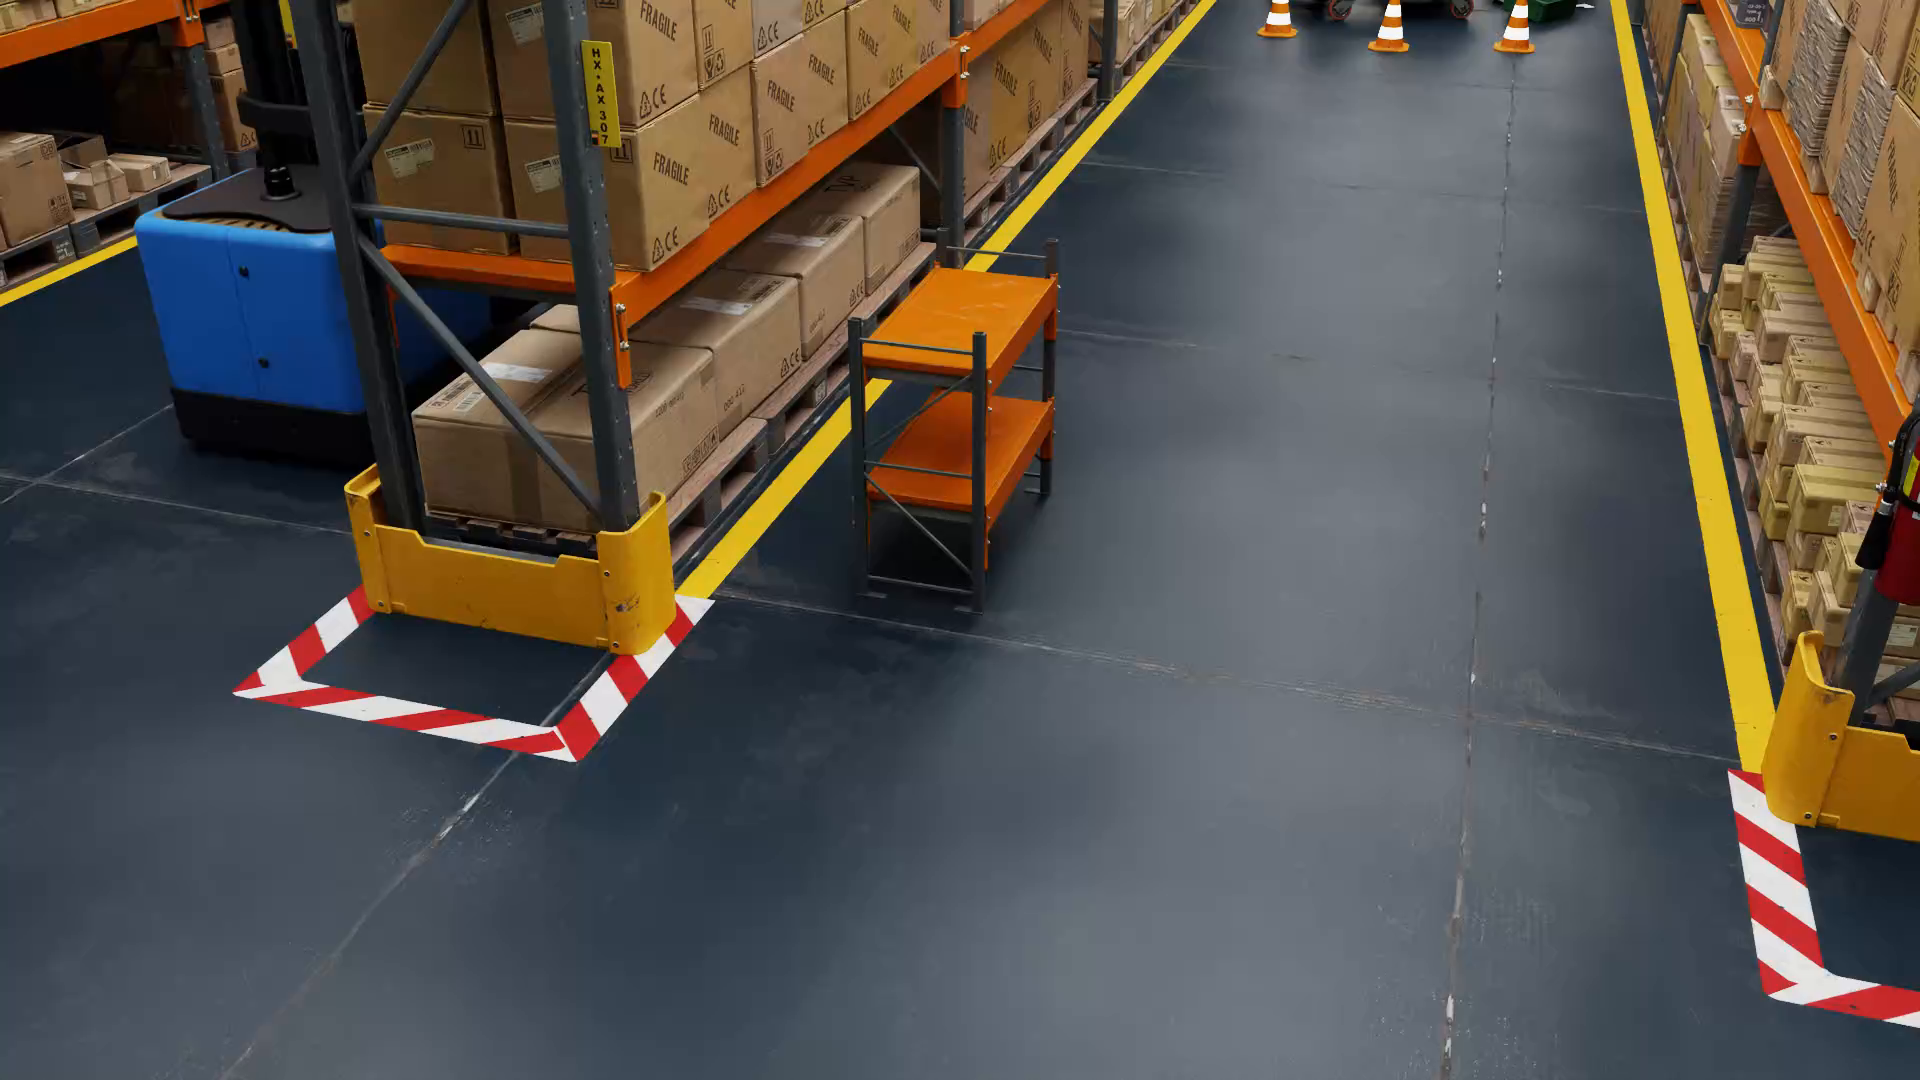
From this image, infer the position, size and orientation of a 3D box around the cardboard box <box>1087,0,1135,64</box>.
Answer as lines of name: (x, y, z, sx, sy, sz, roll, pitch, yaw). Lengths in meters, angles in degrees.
cardboard box: (0.876, -4.073, 13.257, 0.950, 0.372, 0.625, 6, 30, 11)

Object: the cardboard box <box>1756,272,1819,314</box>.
cardboard box: (3.824, -1.081, 7.497, 0.380, 0.149, 0.250, 8, 30, 14)

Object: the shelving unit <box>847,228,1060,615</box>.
shelving unit: (-0.002, -0.488, 6.471, 0.538, 1.125, 1.048, 8, 30, 15)

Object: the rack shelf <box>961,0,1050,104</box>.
rack shelf: (0.113, -3.533, 10.755, 1.077, 0.370, 4.000, 8, 30, 15)

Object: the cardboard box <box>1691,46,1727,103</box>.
cardboard box: (4.722, -2.786, 10.041, 0.500, 0.250, 0.500, 9, 30, 15)

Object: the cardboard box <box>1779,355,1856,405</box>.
cardboard box: (3.505, -0.603, 6.637, 0.380, 0.149, 0.250, 9, 30, 15)

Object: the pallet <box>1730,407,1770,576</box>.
pallet: (3.768, -0.154, 6.809, 1.003, 0.211, 1.213, 8, 30, 15)

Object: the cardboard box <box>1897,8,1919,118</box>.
cardboard box: (3.159, -1.494, 4.912, 0.500, 0.500, 0.500, 7, 30, 13)

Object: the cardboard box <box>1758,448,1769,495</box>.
cardboard box: (3.382, -0.224, 6.568, 0.380, 0.149, 0.250, 9, 30, 16)

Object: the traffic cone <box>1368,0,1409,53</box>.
traffic cone: (3.720, -4.473, 14.315, 0.336, 0.463, 0.334, 8, 30, 15)

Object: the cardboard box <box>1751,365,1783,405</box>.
cardboard box: (3.530, -0.597, 6.932, 0.380, 0.149, 0.250, 8, 30, 14)

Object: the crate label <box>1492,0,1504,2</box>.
crate label: (5.301, -5.265, 16.073, 0.298, 0.136, 0.250, -12, 31, -20)

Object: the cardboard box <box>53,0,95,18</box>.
cardboard box: (-5.181, -3.082, 9.463, 0.380, 0.149, 0.250, 9, 30, 16)

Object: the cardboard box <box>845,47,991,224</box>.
cardboard box: (-0.368, -2.472, 9.862, 0.875, 0.875, 0.875, 9, 30, 16)

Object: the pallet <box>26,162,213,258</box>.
pallet: (-5.422, -2.087, 10.284, 1.003, 0.211, 1.213, 8, 30, 15)

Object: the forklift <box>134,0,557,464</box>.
forklift: (-2.587, -2.311, 7.889, 1.130, 2.935, 3.031, 8, 30, 15)

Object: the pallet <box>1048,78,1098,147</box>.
pallet: (0.397, -3.202, 12.290, 1.003, 0.211, 1.213, 8, 30, 15)

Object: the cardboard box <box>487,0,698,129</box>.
cardboard box: (-1.235, -1.722, 5.628, 0.500, 0.500, 0.500, 8, 30, 14)

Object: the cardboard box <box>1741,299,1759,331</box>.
cardboard box: (3.887, -1.073, 7.788, 0.380, 0.149, 0.250, 9, 30, 15)

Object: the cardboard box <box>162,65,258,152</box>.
cardboard box: (-4.863, -2.908, 11.031, 0.500, 0.500, 0.500, 10, 31, 17)

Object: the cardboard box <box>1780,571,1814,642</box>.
cardboard box: (3.048, 0.255, 5.708, 0.380, 0.149, 0.250, 9, 30, 16)

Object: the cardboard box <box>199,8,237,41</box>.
cardboard box: (-4.830, -3.385, 10.916, 0.380, 0.149, 0.250, 7, 30, 12)

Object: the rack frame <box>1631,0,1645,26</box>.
rack frame: (6.636, -5.976, 14.407, 1.000, 3.000, 0.127, 8, 30, 15)

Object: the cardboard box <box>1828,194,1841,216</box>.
cardboard box: (3.517, -1.313, 6.284, 0.380, 0.149, 0.250, 10, 31, 17)

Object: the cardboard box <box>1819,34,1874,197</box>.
cardboard box: (3.452, -1.525, 5.996, 0.500, 0.500, 0.500, 10, 31, 17)

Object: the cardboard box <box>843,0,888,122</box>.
cardboard box: (-0.645, -2.234, 7.577, 0.500, 0.500, 0.500, 8, 30, 14)

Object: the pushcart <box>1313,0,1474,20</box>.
pushcart: (4.069, -5.187, 15.687, 1.648, 0.377, 0.936, -1, 29, -3)

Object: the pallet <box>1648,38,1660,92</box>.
pallet: (6.125, -3.819, 13.399, 1.003, 0.211, 1.213, 8, 30, 15)

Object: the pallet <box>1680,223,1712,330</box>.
pallet: (4.515, -1.402, 9.053, 1.003, 0.211, 1.213, 8, 30, 15)

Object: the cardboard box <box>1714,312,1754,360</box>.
cardboard box: (3.796, -0.949, 7.871, 0.380, 0.149, 0.250, 9, 30, 16)

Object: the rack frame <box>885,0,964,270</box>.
rack frame: (-0.474, -2.918, 8.909, 1.000, 3.000, 0.127, 8, 30, 15)

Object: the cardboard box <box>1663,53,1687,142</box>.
cardboard box: (5.010, -2.916, 11.046, 0.500, 0.500, 0.500, 7, 30, 13)

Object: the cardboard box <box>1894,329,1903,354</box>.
cardboard box: (3.048, -0.592, 4.987, 0.380, 0.149, 0.250, 8, 30, 15)

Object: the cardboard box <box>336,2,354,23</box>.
cardboard box: (-4.537, -3.743, 11.866, 0.380, 0.149, 0.250, 10, 30, 17)

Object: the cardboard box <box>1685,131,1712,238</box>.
cardboard box: (4.415, -1.968, 9.341, 0.500, 0.500, 0.500, 8, 30, 14)

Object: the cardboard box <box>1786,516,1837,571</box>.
cardboard box: (3.147, 0.005, 5.850, 0.380, 0.149, 0.250, 7, 30, 13)

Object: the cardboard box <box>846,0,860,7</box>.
cardboard box: (-0.646, -2.667, 7.328, 0.500, 0.500, 0.500, 9, 30, 16)

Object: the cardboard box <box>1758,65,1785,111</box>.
cardboard box: (3.892, -2.064, 7.632, 0.380, 0.149, 0.250, 10, 31, 17)

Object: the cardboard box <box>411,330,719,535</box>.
cardboard box: (-1.550, -0.444, 6.666, 0.875, 0.438, 0.875, 7, 30, 13)

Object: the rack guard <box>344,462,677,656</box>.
rack guard: (-1.655, 0.045, 6.155, 1.175, 0.500, 0.348, 8, 30, 15)

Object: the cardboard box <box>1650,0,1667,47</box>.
cardboard box: (6.253, -4.427, 13.505, 1.050, 0.750, 0.750, 8, 30, 15)

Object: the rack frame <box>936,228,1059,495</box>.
rack frame: (0.147, -0.725, 6.896, 0.500, 1.125, 0.032, 8, 30, 15)

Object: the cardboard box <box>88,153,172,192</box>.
cardboard box: (-5.103, -2.261, 10.230, 0.380, 0.149, 0.250, 8, 30, 13)

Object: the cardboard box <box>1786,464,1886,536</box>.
cardboard box: (3.110, -0.126, 5.780, 0.380, 0.149, 0.250, 8, 30, 14)

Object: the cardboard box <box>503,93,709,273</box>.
cardboard box: (-1.233, -1.285, 5.871, 0.500, 0.500, 0.500, 8, 30, 14)

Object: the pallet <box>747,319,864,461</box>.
pallet: (-1.128, -0.788, 7.950, 1.003, 0.211, 1.213, 8, 30, 15)
